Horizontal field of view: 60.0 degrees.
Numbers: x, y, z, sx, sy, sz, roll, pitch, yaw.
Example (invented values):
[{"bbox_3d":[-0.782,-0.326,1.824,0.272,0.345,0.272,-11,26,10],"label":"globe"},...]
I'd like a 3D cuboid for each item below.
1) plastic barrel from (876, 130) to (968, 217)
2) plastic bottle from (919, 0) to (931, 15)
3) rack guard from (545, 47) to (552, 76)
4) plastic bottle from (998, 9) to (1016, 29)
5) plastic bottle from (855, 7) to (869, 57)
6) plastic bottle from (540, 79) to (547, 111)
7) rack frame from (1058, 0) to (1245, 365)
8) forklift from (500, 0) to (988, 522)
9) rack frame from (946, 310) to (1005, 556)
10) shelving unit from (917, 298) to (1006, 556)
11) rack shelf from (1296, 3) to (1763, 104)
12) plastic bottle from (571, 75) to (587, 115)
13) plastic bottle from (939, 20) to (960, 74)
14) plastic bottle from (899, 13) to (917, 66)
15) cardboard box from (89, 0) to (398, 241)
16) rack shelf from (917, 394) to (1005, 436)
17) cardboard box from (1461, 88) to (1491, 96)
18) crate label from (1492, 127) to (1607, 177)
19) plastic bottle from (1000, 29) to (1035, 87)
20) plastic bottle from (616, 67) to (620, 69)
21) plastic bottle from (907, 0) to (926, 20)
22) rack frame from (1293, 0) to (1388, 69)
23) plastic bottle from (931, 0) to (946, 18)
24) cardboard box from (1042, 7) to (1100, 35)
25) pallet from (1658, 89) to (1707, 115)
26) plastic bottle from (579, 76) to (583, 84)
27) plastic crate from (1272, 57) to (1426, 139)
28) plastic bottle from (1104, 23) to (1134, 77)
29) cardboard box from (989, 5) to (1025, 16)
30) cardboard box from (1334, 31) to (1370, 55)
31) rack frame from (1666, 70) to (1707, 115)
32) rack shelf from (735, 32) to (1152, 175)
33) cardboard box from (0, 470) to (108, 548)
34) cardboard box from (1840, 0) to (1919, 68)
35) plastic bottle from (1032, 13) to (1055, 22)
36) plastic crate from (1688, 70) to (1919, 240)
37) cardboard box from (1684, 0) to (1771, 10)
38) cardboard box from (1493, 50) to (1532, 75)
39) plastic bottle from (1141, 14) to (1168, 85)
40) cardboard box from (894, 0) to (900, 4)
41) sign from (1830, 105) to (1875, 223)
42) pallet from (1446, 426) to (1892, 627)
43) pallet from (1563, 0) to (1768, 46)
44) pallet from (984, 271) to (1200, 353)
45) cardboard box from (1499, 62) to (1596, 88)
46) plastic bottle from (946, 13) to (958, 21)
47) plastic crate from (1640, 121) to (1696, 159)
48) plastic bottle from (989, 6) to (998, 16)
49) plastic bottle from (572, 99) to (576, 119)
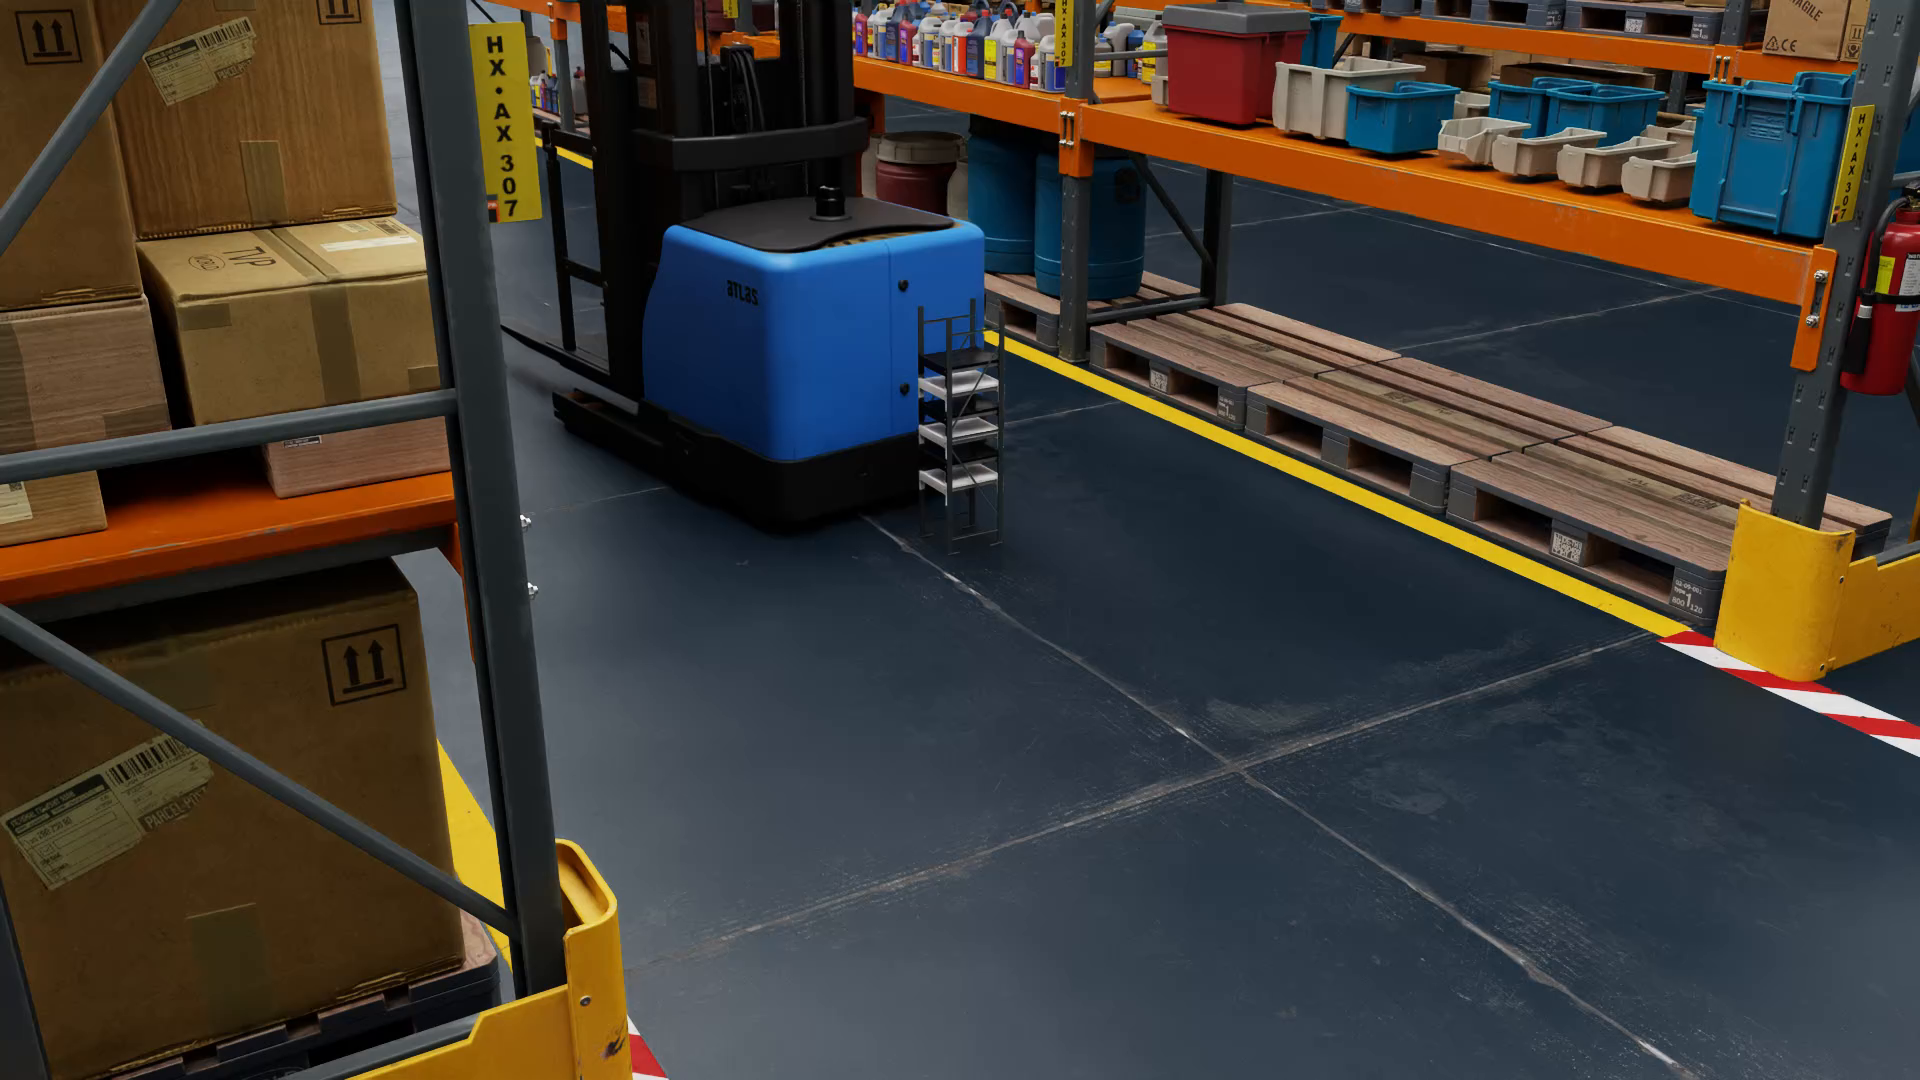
[{"bbox_3d":[-0.232,-2.254,10.517,0.600,0.588,0.708,-13,25,-28],"label":"plastic barrel"},{"bbox_3d":[-0.239,-3.410,10.888,0.097,0.271,0.097,0,22,0],"label":"plastic bottle"},{"bbox_3d":[-5.081,-5.113,18.227,1.175,0.500,0.348,-13,25,-28],"label":"rack guard"},{"bbox_3d":[0.249,-2.701,9.039,0.144,0.351,0.185,-13,25,-28],"label":"plastic bottle"},{"bbox_3d":[-0.579,-3.058,10.006,0.061,0.283,0.133,-13,25,-28],"label":"plastic bottle"},{"bbox_3d":[-3.911,-4.197,15.677,0.061,0.283,0.133,-11,24,-25],"label":"plastic bottle"},{"bbox_3d":[0.970,-2.402,8.237,1.000,3.000,0.127,-13,25,-28],"label":"rack frame"},{"bbox_3d":[-1.195,-1.913,7.125,1.130,2.935,3.031,-17,27,-35],"label":"forklift"},{"bbox_3d":[0.056,-0.381,6.055,0.240,0.900,0.006,-13,25,-28],"label":"rack frame"},{"bbox_3d":[0.004,-0.414,6.136,0.258,0.900,0.210,-13,25,-28],"label":"shelving unit"},{"bbox_3d":[4.208,-3.668,12.307,1.077,0.370,4.000,-13,25,-28],"label":"rack shelf"},{"bbox_3d":[-3.570,-4.149,15.470,0.144,0.351,0.185,-13,25,-28],"label":"plastic bottle"},{"bbox_3d":[-0.022,-2.735,9.222,0.152,0.276,0.135,-13,25,-28],"label":"plastic bottle"},{"bbox_3d":[-0.298,-2.880,9.568,0.061,0.283,0.133,-13,25,-28],"label":"plastic bottle"},{"bbox_3d":[-1.513,-0.939,3.447,0.500,0.500,0.500,-13,26,-30],"label":"cardboard box"},{"bbox_3d":[0.004,-0.467,6.114,0.258,0.077,0.200,-13,25,-28],"label":"rack shelf"},{"bbox_3d":[4.130,-3.269,13.106,0.500,0.500,0.500,-14,26,-30],"label":"cardboard box"},{"bbox_3d":[2.142,-1.424,6.102,0.396,0.136,0.243,-13,25,-28],"label":"crate label"},{"bbox_3d":[0.304,-2.528,8.713,0.152,0.276,0.135,-13,25,-28],"label":"plastic bottle"},{"bbox_3d":[-3.269,-4.371,16.014,0.144,0.351,0.185,-14,26,-30],"label":"plastic bottle"},{"bbox_3d":[-0.282,-3.043,9.880,0.144,0.351,0.185,-13,25,-28],"label":"plastic bottle"},{"bbox_3d":[3.187,-4.648,13.764,1.000,3.000,0.127,-13,25,-28],"label":"rack frame"},{"bbox_3d":[-0.140,-3.347,10.733,0.097,0.271,0.097,0,22,0],"label":"plastic bottle"},{"bbox_3d":[1.176,-5.422,17.765,0.500,0.500,0.500,-13,25,-28],"label":"cardboard box"},{"bbox_3d":[7.046,-4.564,17.259,1.003,0.211,1.213,-13,25,-28],"label":"pallet"},{"bbox_3d":[-3.767,-4.522,16.585,0.097,0.201,0.097,0,22,0],"label":"plastic bottle"},{"bbox_3d":[1.591,-1.845,6.945,0.437,0.282,0.530,-13,25,-28],"label":"plastic crate"},{"bbox_3d":[0.874,-2.686,9.101,0.152,0.276,0.135,-13,25,-28],"label":"plastic bottle"},{"bbox_3d":[0.473,-5.484,17.917,0.500,0.500,0.500,-13,25,-28],"label":"cardboard box"},{"bbox_3d":[4.836,-6.271,20.493,0.500,0.500,0.500,-15,26,-32],"label":"cardboard box"},{"bbox_3d":[7.444,-5.602,16.111,1.000,3.000,0.127,-13,25,-28],"label":"rack frame"},{"bbox_3d":[-0.052,-2.716,9.966,1.077,0.370,4.000,-13,25,-28],"label":"rack shelf"},{"bbox_3d":[-1.710,-0.090,2.883,0.380,0.149,0.250,-12,25,-27],"label":"cardboard box"},{"bbox_3d":[5.520,-3.017,9.619,0.500,0.500,0.500,-12,25,-27],"label":"cardboard box"},{"bbox_3d":[0.469,-2.942,9.732,0.152,0.276,0.135,-13,25,-28],"label":"plastic bottle"},{"bbox_3d":[2.681,-1.224,5.212,0.616,0.435,0.499,-13,25,-28],"label":"plastic crate"},{"bbox_3d":[5.180,-3.791,10.964,0.500,0.500,0.700,17,28,36],"label":"cardboard box"},{"bbox_3d":[6.324,-5.377,18.293,0.700,0.500,0.500,-12,25,-28],"label":"cardboard box"},{"bbox_3d":[1.048,-2.569,8.713,0.144,0.351,0.185,-13,25,-28],"label":"plastic bottle"},{"bbox_3d":[-0.560,-6.128,19.503,0.500,0.500,0.500,-13,25,-28],"label":"cardboard box"},{"bbox_3d":[2.548,-1.072,4.748,0.100,0.325,0.005,-13,25,-28],"label":"sign"},{"bbox_3d":[2.625,-0.090,6.252,1.003,0.211,1.213,-13,25,-28],"label":"pallet"},{"bbox_3d":[4.916,-3.544,11.303,1.003,0.211,1.213,-13,25,-28],"label":"pallet"},{"bbox_3d":[0.612,-1.368,9.397,1.003,0.211,1.213,-13,25,-28],"label":"pallet"},{"bbox_3d":[4.425,-3.436,12.521,0.500,0.250,0.500,-13,26,-29],"label":"cardboard box"},{"bbox_3d":[-0.041,-3.251,10.591,0.097,0.201,0.097,0,22,0],"label":"plastic bottle"},{"bbox_3d":[2.731,-1.495,6.277,0.250,0.136,0.298,-13,25,-28],"label":"plastic crate"},{"bbox_3d":[0.194,-3.109,10.132,0.061,0.283,0.133,-13,25,-28],"label":"plastic bottle"},{"bbox_3d":[-3.570,-3.957,15.194,0.097,0.201,0.097,0,22,0],"label":"plastic bottle"}]
